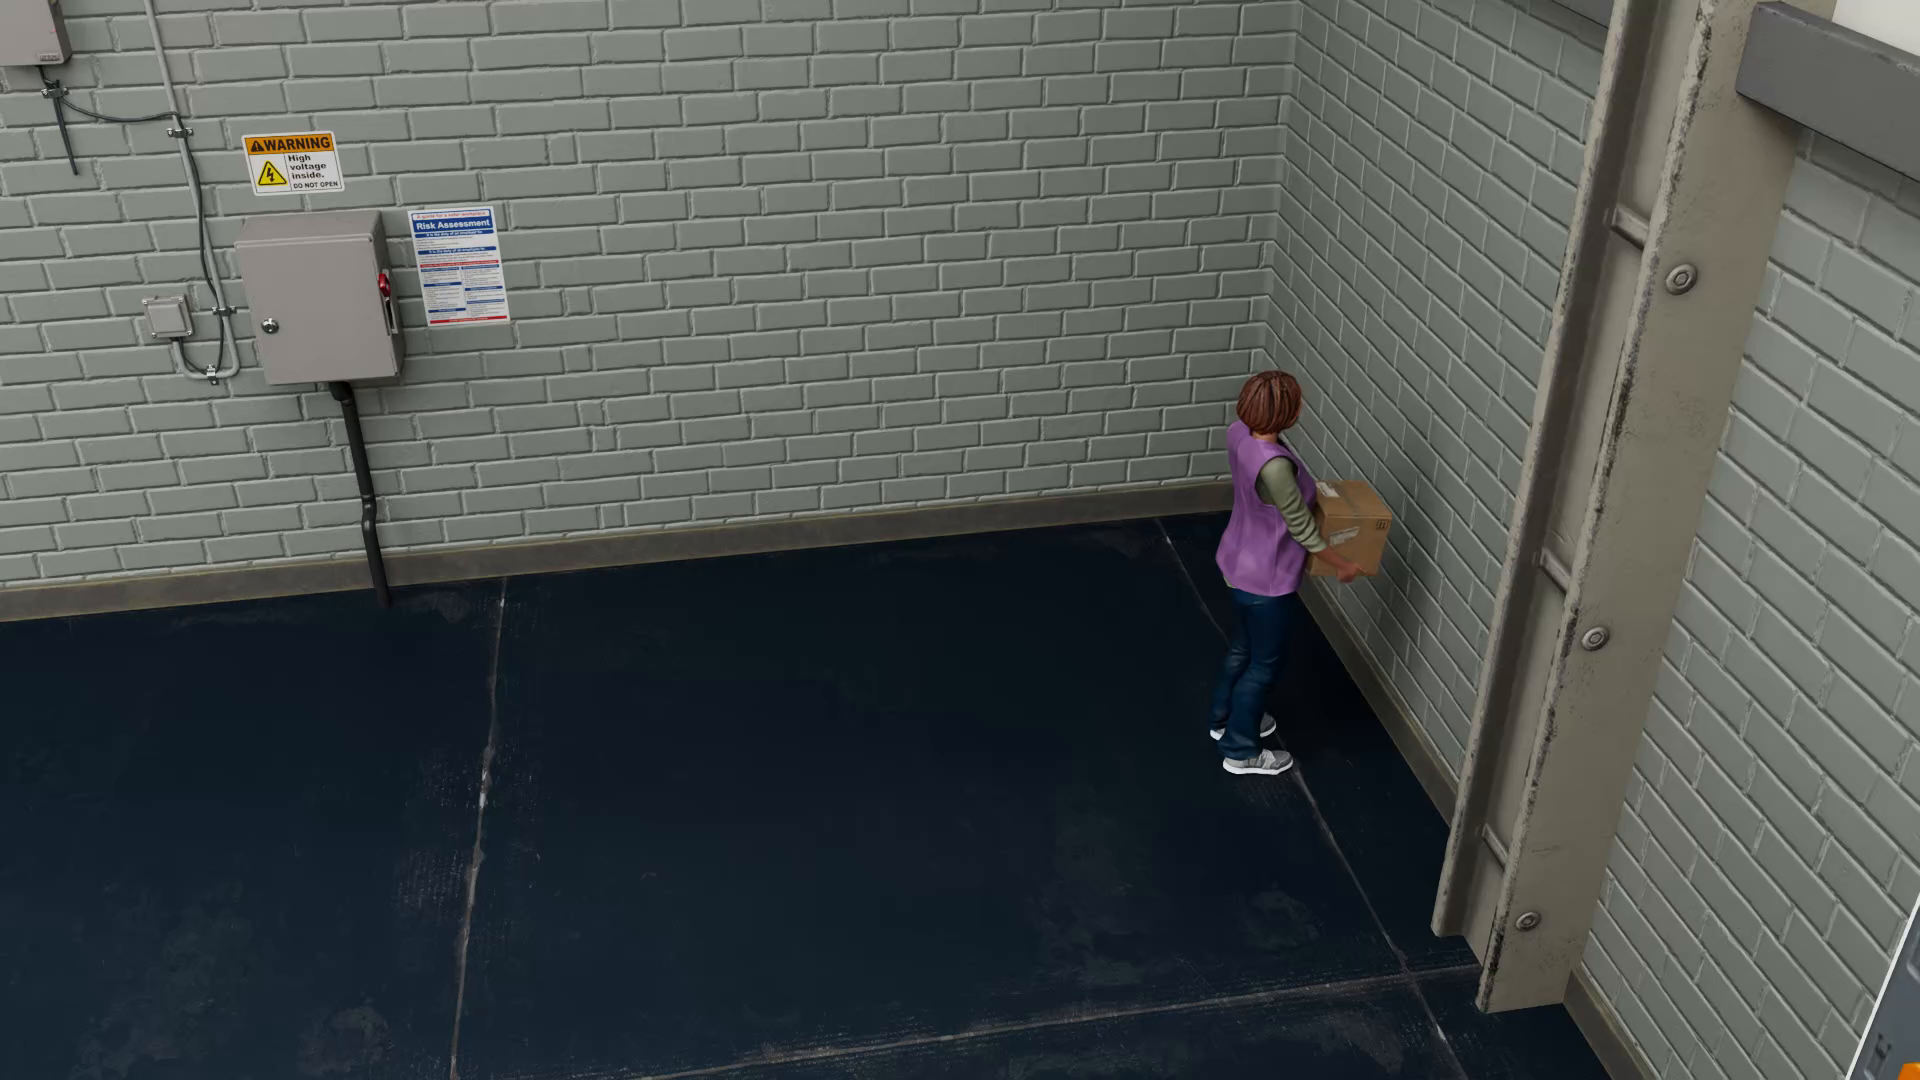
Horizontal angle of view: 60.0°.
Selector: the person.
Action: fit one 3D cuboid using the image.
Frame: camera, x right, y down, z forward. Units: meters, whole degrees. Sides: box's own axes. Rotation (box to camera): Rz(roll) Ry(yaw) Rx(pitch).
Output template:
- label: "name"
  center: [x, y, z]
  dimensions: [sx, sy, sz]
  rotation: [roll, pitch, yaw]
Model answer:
- label: "person"
  center: [1.163, 0.124, 5.956]
  dimensions: [0.490, 1.582, 0.404]
  rotation: [-5, 31, -8]
